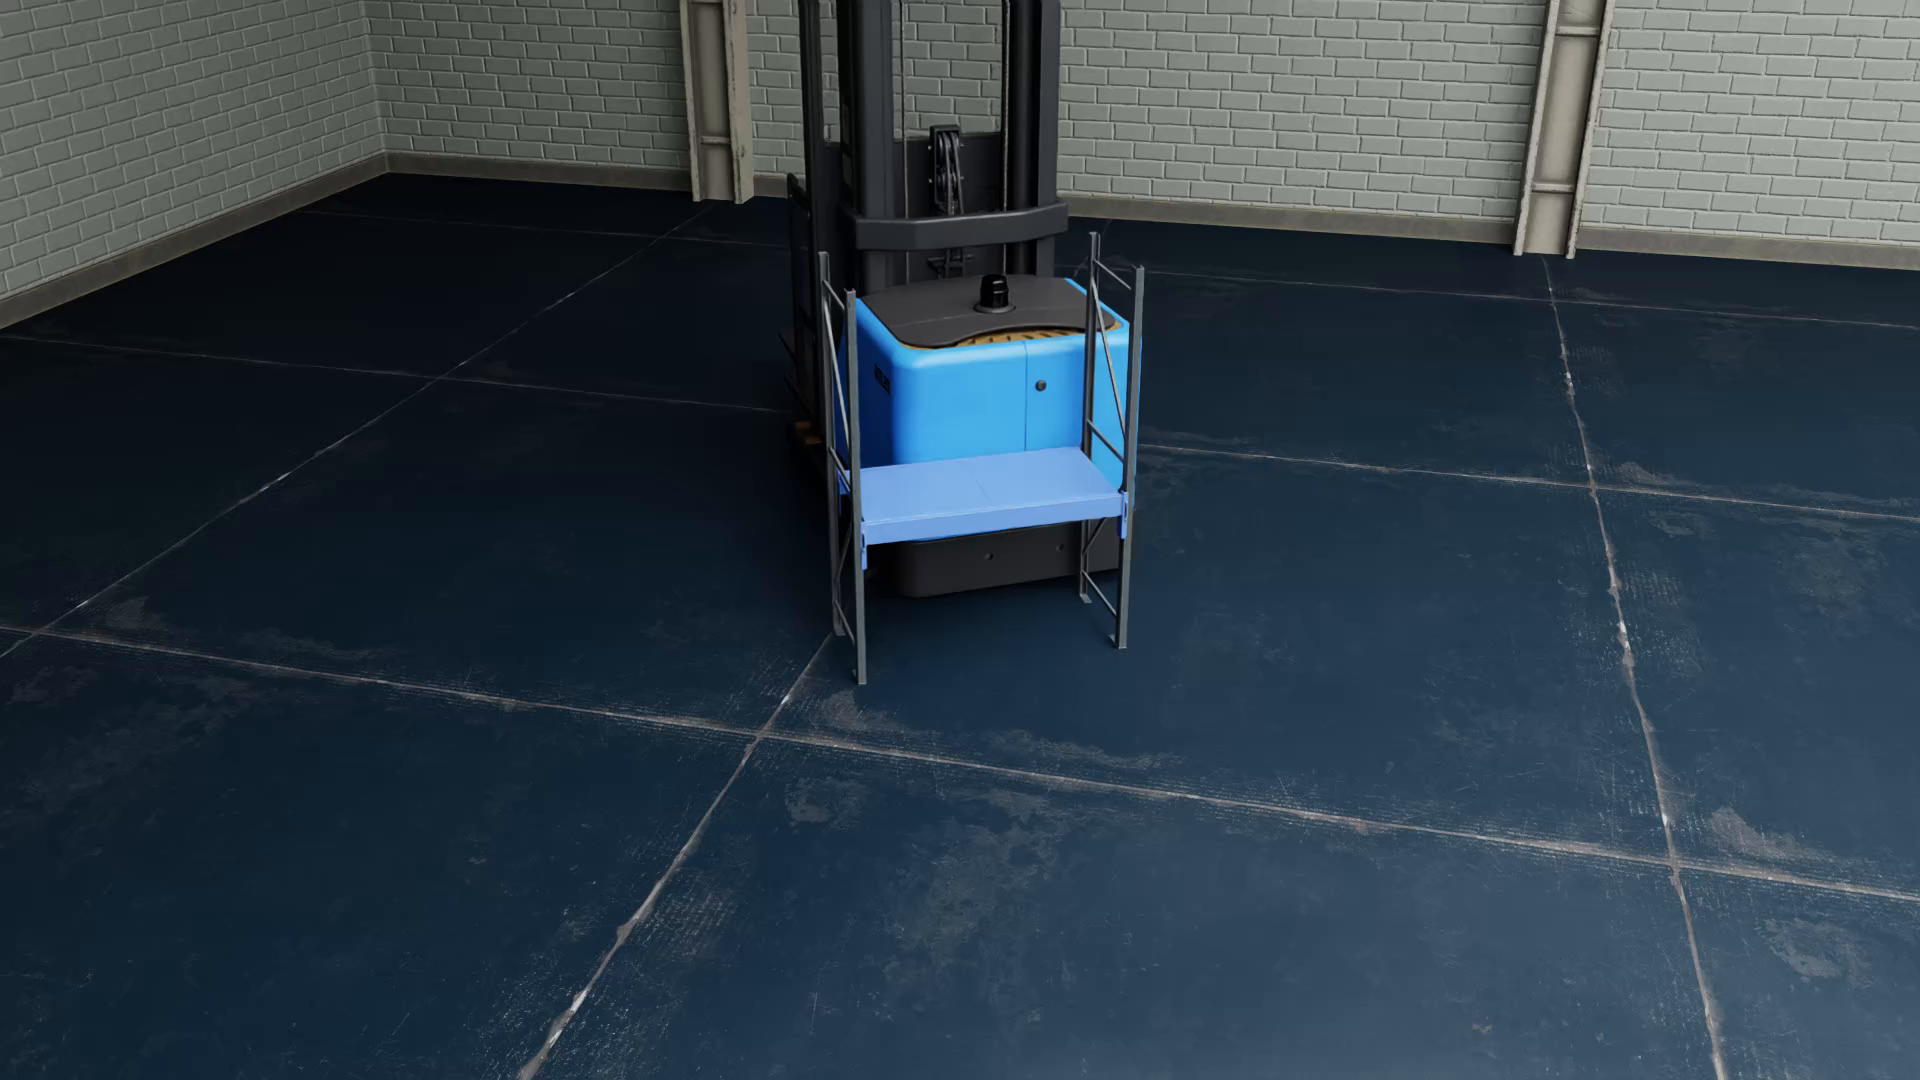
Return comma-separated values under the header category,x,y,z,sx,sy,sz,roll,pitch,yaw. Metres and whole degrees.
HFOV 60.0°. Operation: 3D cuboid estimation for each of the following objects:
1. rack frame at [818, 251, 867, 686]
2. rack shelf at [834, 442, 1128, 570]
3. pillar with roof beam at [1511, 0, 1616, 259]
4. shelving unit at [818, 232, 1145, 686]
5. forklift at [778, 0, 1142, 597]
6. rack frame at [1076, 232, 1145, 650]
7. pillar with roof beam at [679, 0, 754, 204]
category,x,y,z,sx,sy,sz,roll,pitch,yaw
rack frame,-0.425,-0.244,6.018,0.032,1.500,0.500,-7,26,-14
rack shelf,0.065,-0.140,6.217,1.000,0.185,0.538,-7,26,-14
pillar with roof beam,2.927,-4.257,5.723,0.400,9.000,9.100,6,26,13
shelving unit,0.065,-0.302,6.140,1.048,1.500,0.538,-7,26,-14
forklift,-0.209,-1.707,7.425,1.130,2.935,3.031,-8,27,-16
rack frame,0.556,-0.360,6.261,0.032,1.500,0.500,-7,26,-14
pillar with roof beam,-2.884,-4.899,7.072,0.400,9.000,9.100,6,26,13
